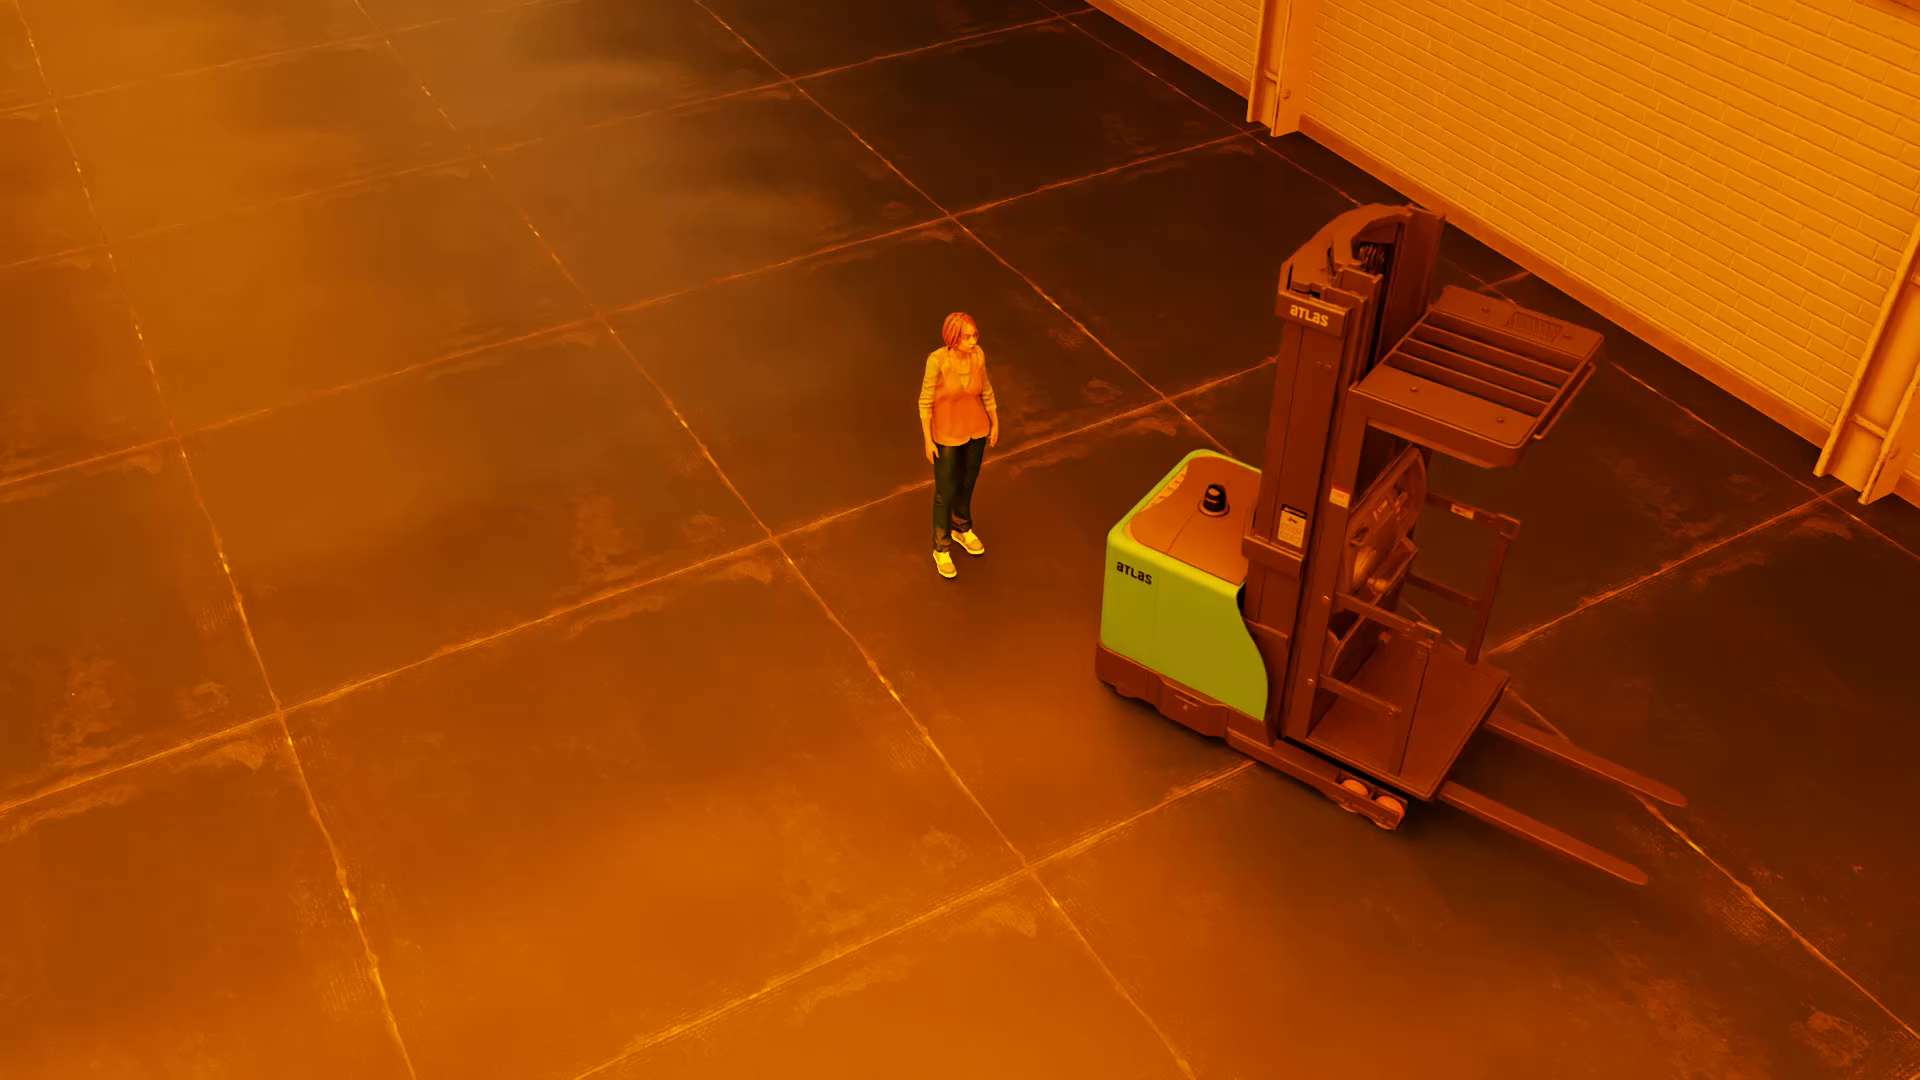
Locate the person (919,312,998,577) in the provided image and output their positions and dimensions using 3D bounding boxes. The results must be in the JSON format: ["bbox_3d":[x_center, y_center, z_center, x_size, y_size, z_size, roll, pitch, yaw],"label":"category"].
[{"bbox_3d":[0.025,-0.570,9.768,0.520,1.582,0.476,-20,44,-23],"label":"person"}]

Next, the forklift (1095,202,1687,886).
[{"bbox_3d":[2.252,-0.035,8.078,3.031,2.935,1.130,25,46,27],"label":"forklift"}]
